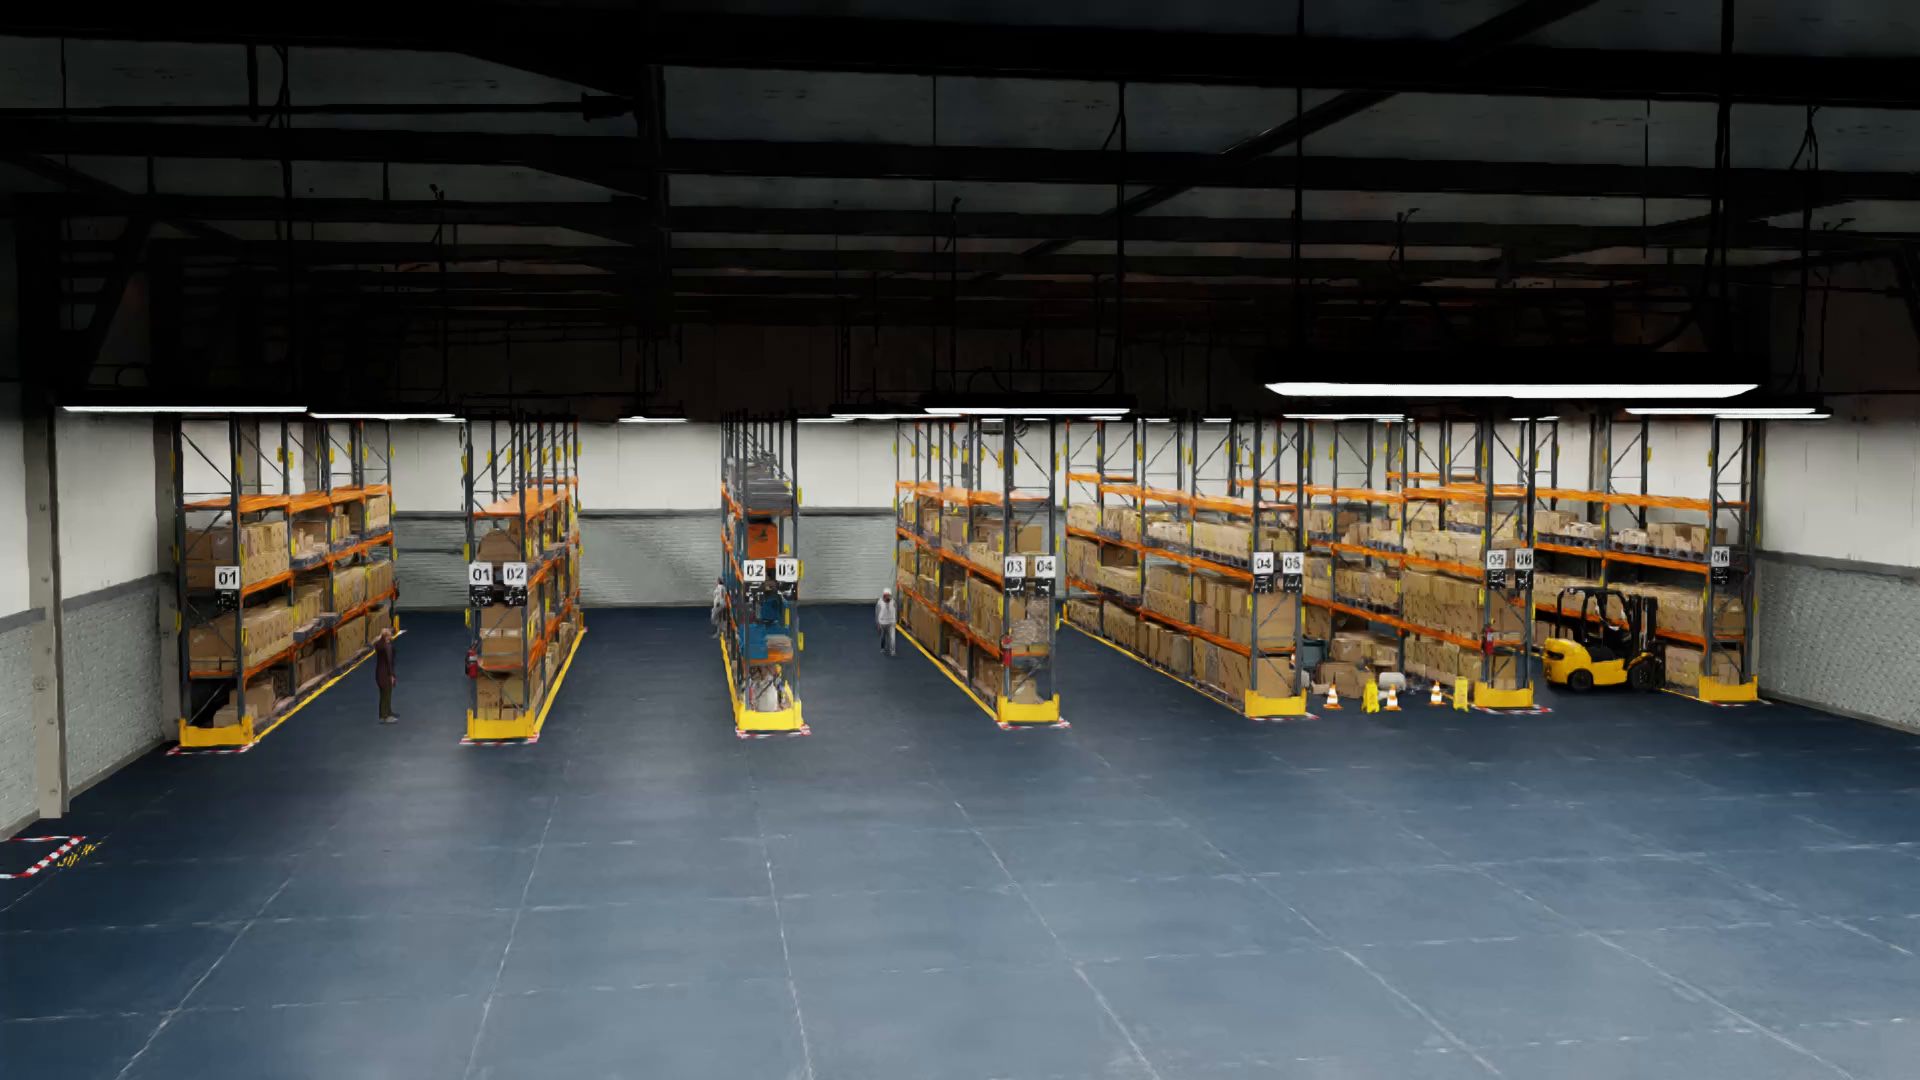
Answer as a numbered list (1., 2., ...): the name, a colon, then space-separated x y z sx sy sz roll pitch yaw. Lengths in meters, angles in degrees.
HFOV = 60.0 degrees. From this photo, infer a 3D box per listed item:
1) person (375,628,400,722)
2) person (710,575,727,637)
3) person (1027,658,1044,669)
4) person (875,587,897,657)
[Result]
1. person: -10.995 2.582 31.999 0.520 1.787 0.656 -3 5 -39
2. person: -6.435 1.772 44.354 0.531 1.661 0.566 1 4 9
3. person: 1.772 2.110 38.976 0.456 1.758 0.624 -3 5 -38
4. person: -1.815 2.004 41.011 0.543 1.700 1.111 0 4 -7
